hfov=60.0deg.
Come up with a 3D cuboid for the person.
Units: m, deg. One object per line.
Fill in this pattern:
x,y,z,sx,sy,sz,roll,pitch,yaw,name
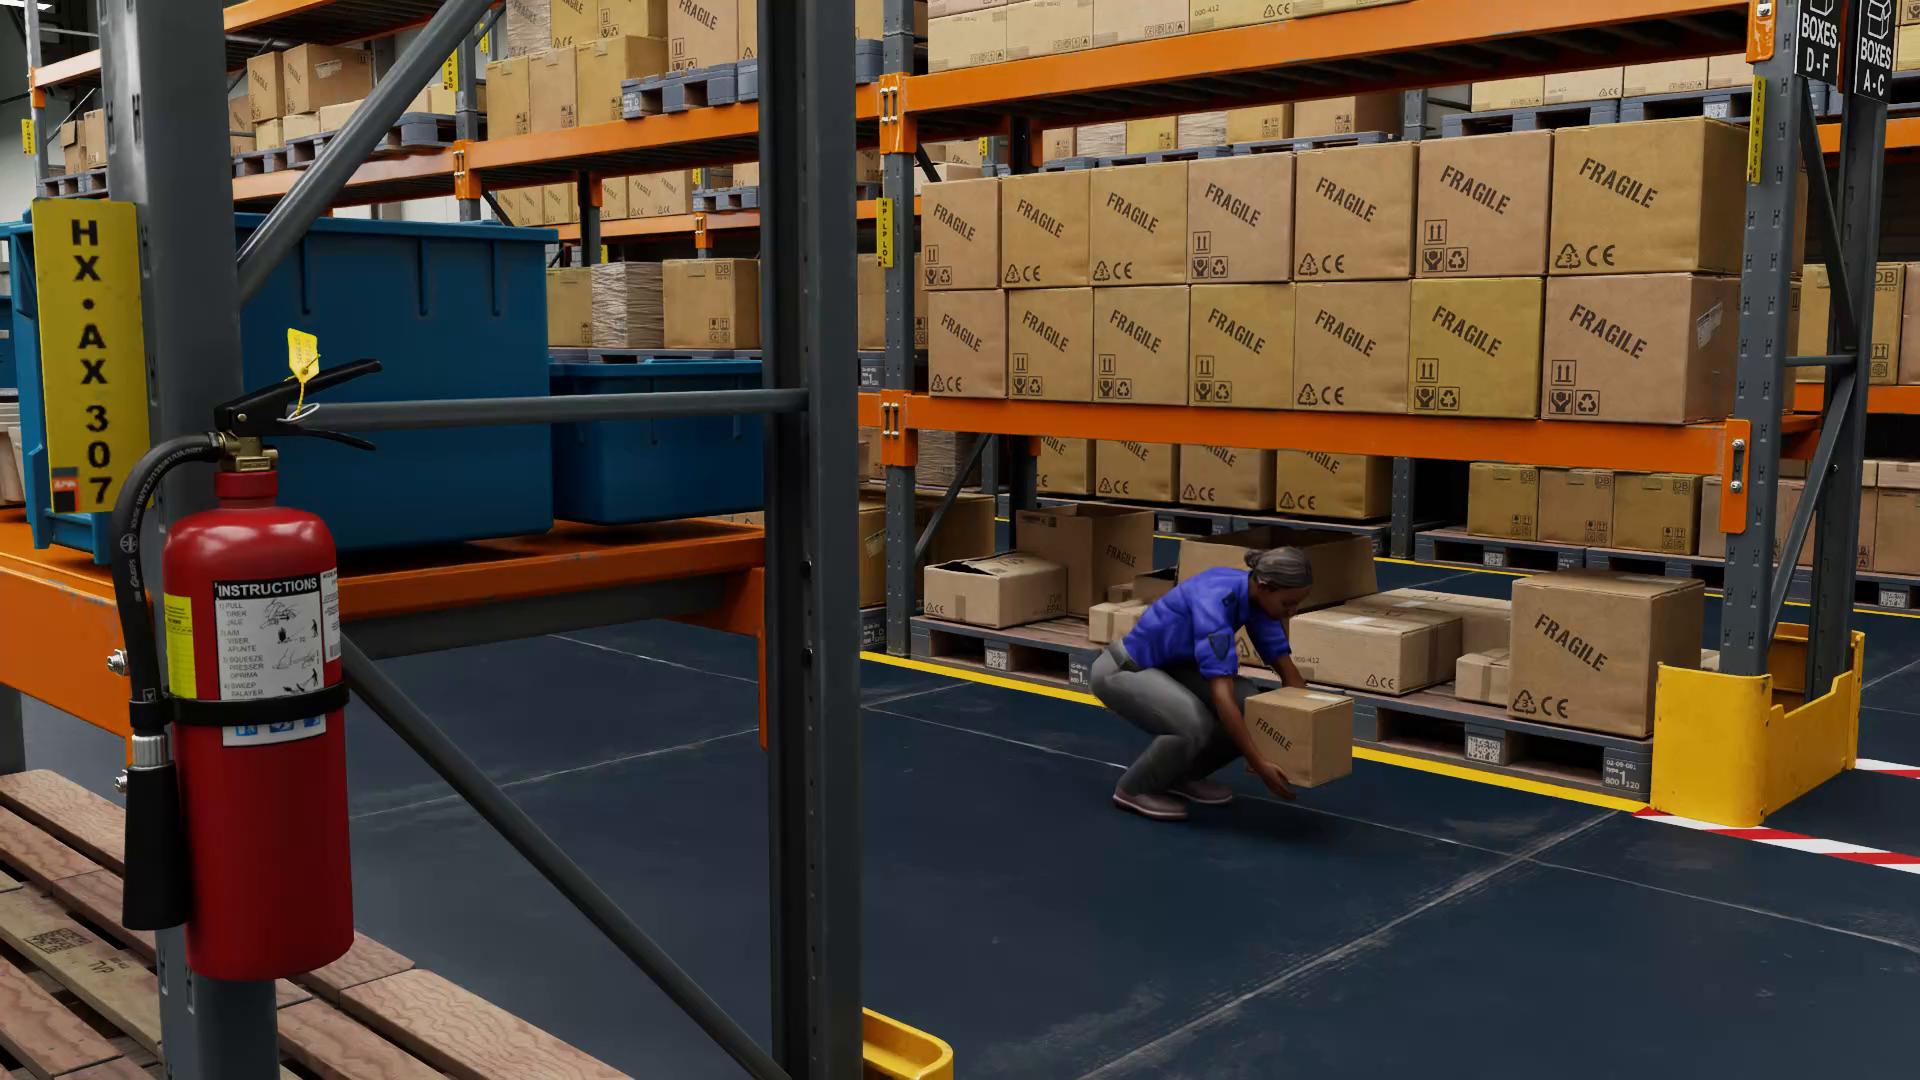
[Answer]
0.838,0.464,5.553,0.824,0.929,0.483,7,10,43,person
